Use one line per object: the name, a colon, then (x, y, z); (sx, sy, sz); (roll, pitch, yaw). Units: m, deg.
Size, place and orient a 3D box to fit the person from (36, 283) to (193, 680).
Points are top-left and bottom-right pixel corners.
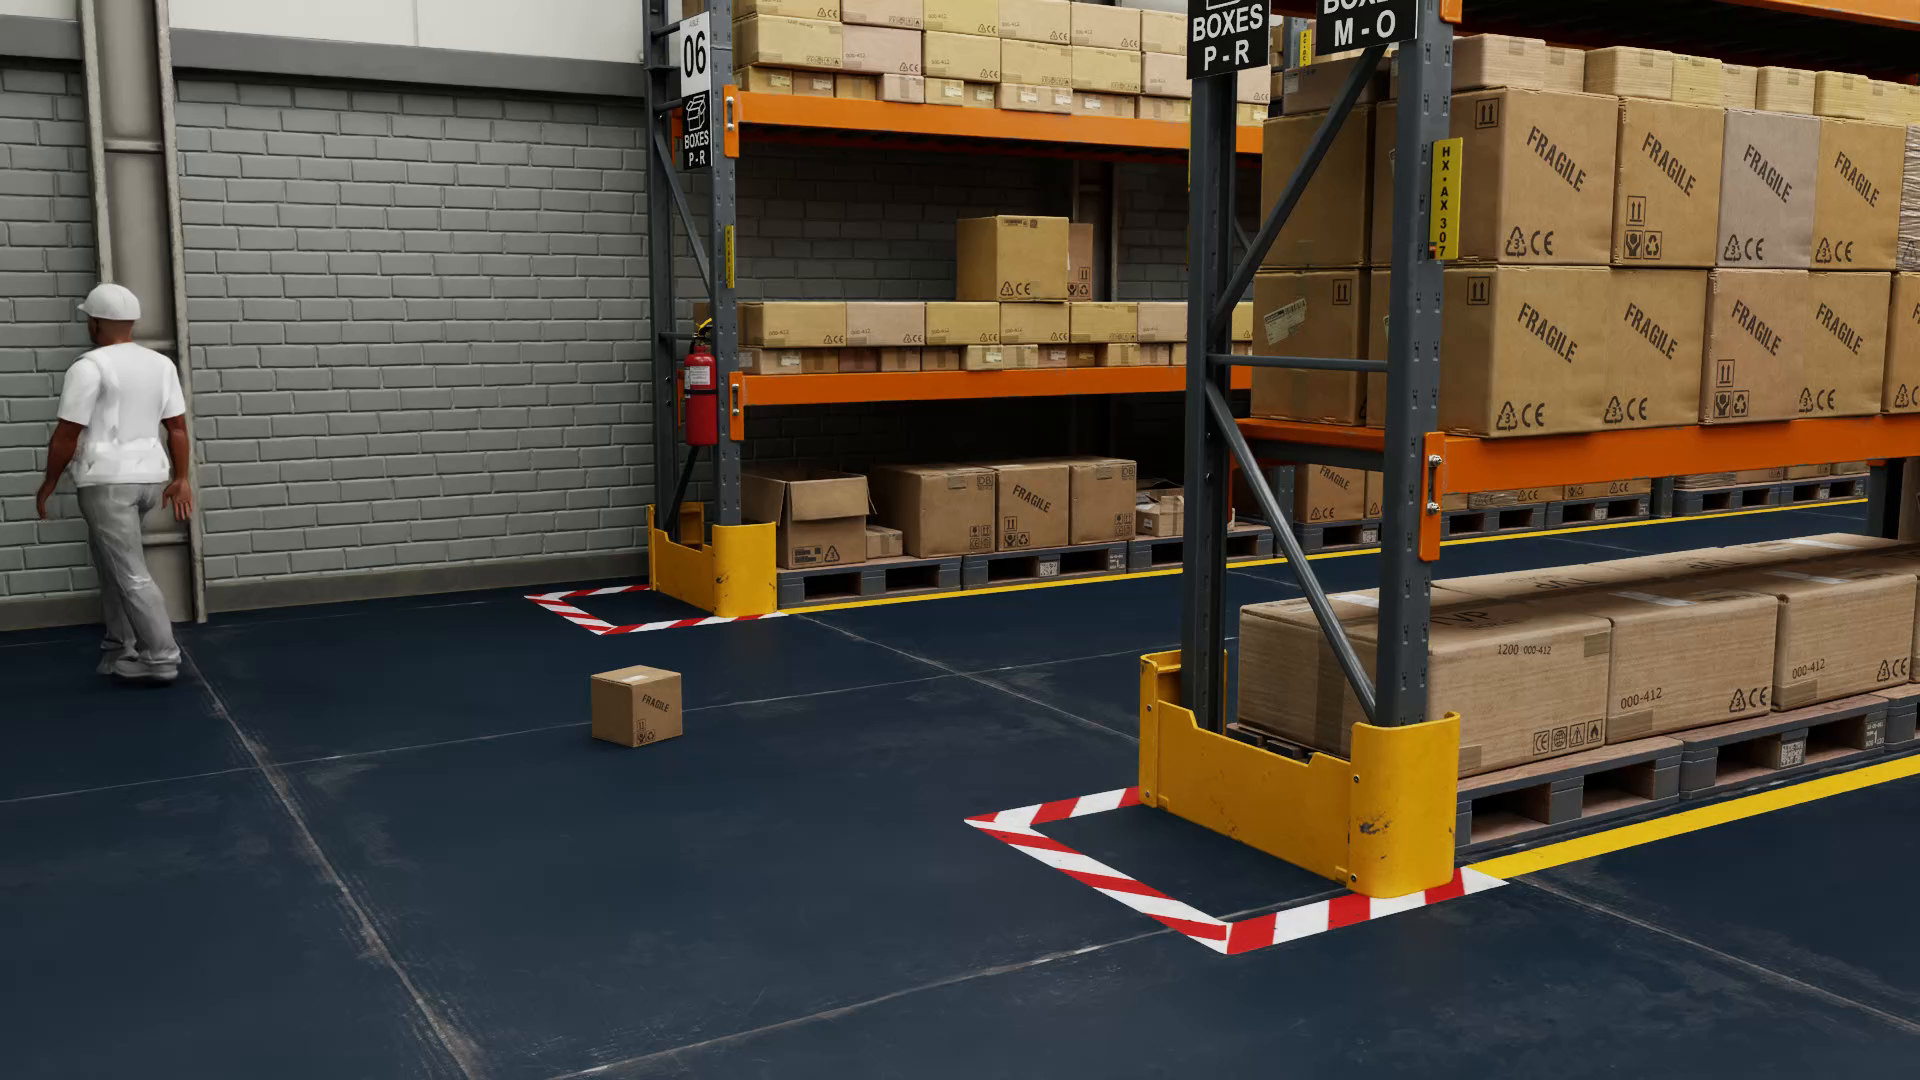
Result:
person: (-3.771, -0.213, 7.390); (0.623, 1.838, 0.564); (2, 8, 14)
